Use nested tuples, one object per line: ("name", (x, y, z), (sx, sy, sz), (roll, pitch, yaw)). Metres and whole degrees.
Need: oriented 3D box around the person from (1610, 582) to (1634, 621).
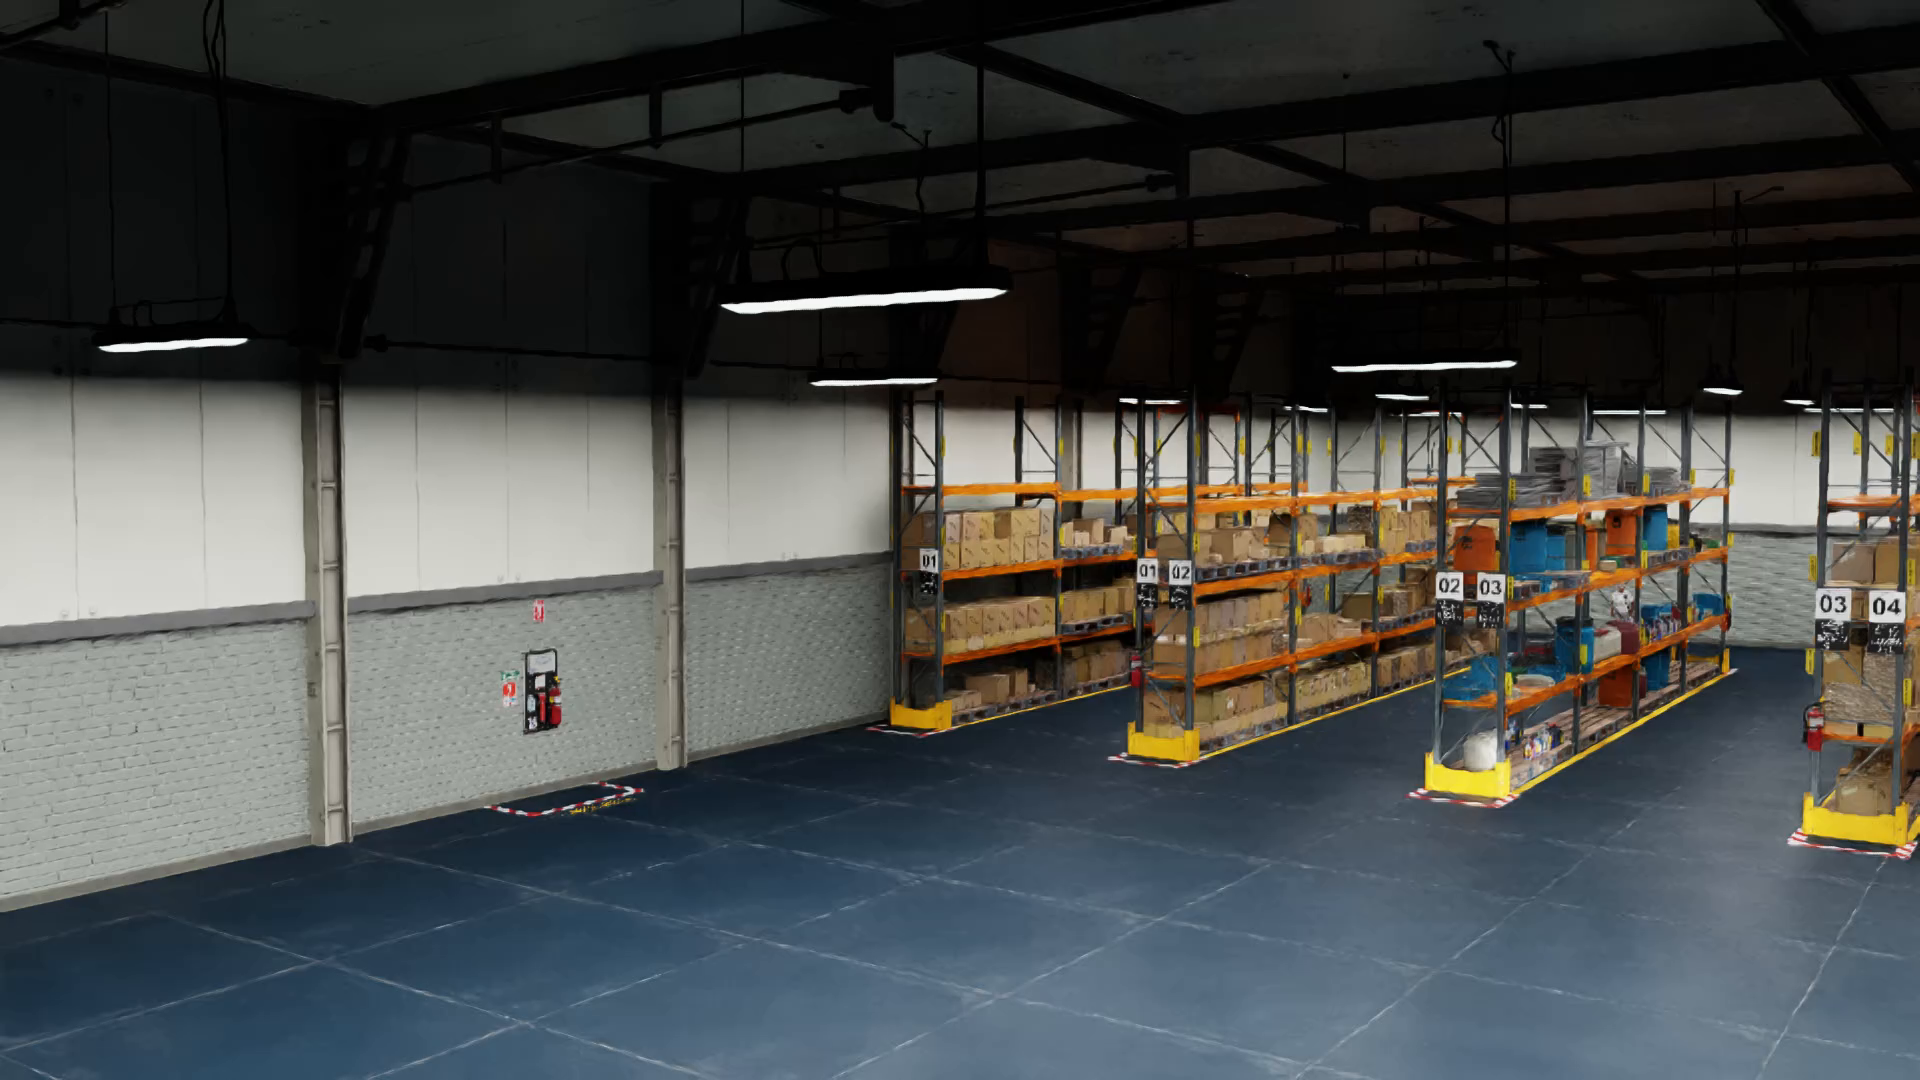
("person", (16.697, 1.836, 41.948), (0.592, 1.629, 0.526), (2, 4, 33))
